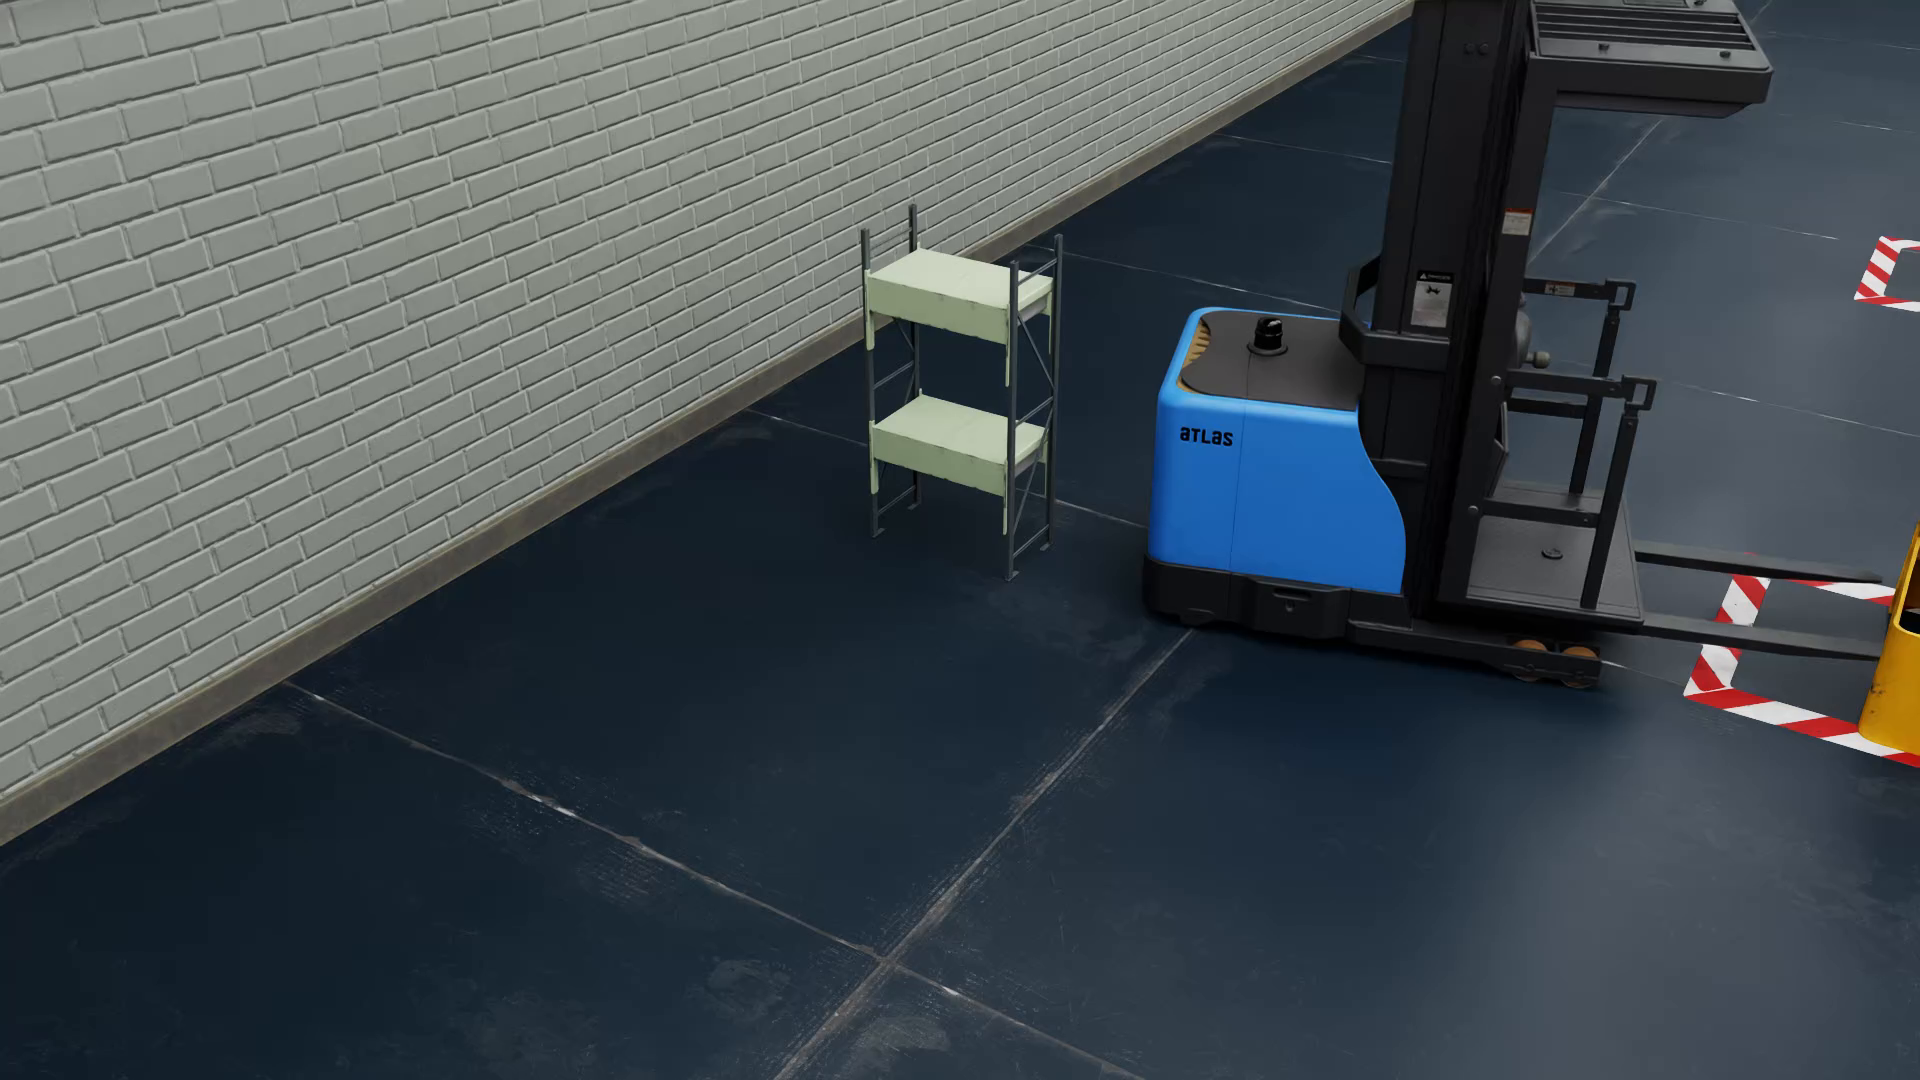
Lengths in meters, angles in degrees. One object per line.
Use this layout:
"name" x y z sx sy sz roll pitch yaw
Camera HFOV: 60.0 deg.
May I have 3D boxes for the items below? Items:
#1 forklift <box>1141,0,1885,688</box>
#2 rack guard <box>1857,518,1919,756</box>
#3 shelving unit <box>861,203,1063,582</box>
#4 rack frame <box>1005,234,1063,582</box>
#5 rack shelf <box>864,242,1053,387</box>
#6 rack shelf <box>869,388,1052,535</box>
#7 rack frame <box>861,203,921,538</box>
"forklift" 2.357 -0.964 6.495 3.031 2.935 1.130 8 31 13
"rack guard" 3.925 0.344 6.664 0.348 0.500 1.175 18 35 27
"shelving unit" 0.006 -0.646 7.369 0.755 1.500 0.431 18 35 27
"rack frame" 0.316 -0.548 7.201 0.023 1.500 0.400 18 35 27
"rack shelf" 0.006 -0.983 7.172 0.720 0.370 0.431 18 35 27
"rack shelf" 0.006 -0.364 7.533 0.720 0.370 0.431 18 35 27
"rack frame" -0.304 -0.744 7.537 0.023 1.500 0.400 18 35 27
